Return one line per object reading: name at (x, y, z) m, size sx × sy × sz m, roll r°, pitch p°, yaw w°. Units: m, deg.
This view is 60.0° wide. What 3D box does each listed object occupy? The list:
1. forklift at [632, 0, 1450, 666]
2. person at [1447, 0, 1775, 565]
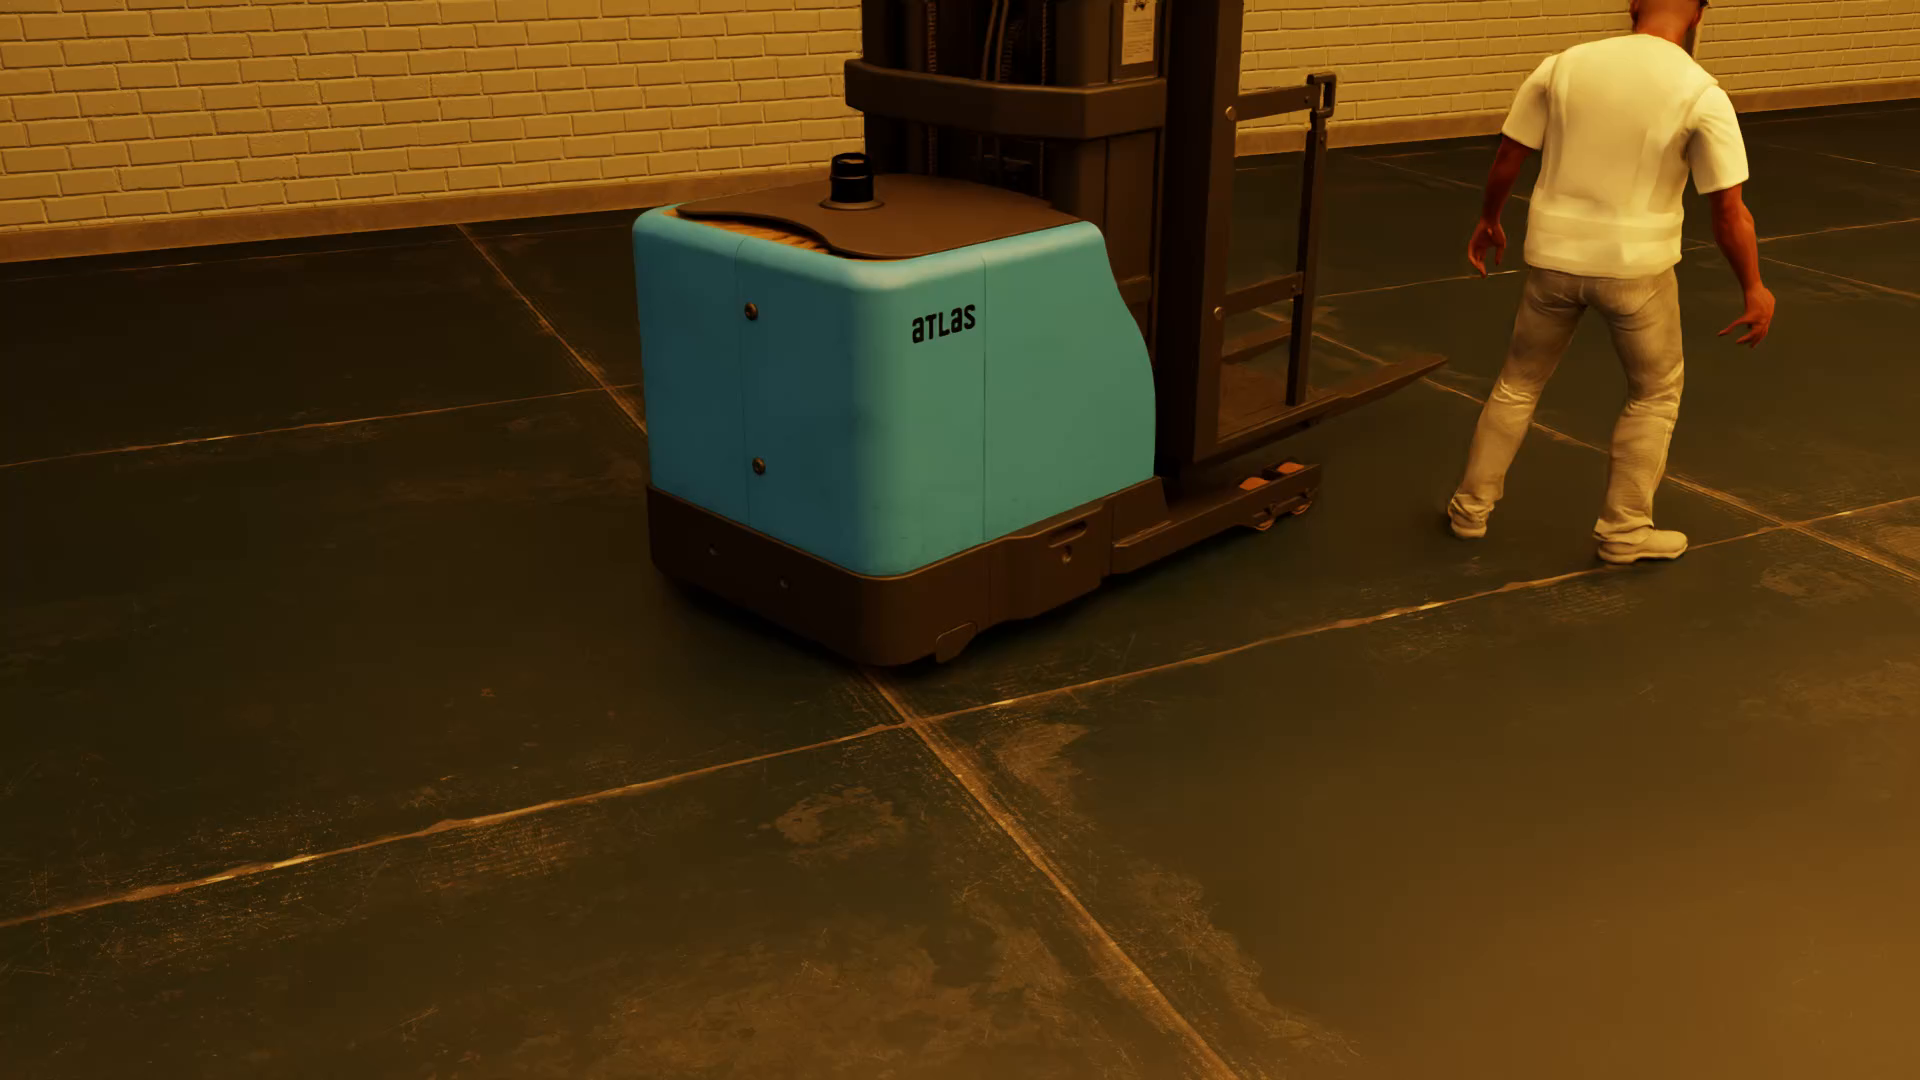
forklift at (0.510, -1.506, 4.912) m, size 1.130 × 2.935 × 3.031 m, roll 21°, pitch 30°, yaw 41°
person at (1.875, -0.795, 4.784) m, size 0.890 × 1.723 × 0.459 m, roll 19°, pitch 29°, yaw 38°
